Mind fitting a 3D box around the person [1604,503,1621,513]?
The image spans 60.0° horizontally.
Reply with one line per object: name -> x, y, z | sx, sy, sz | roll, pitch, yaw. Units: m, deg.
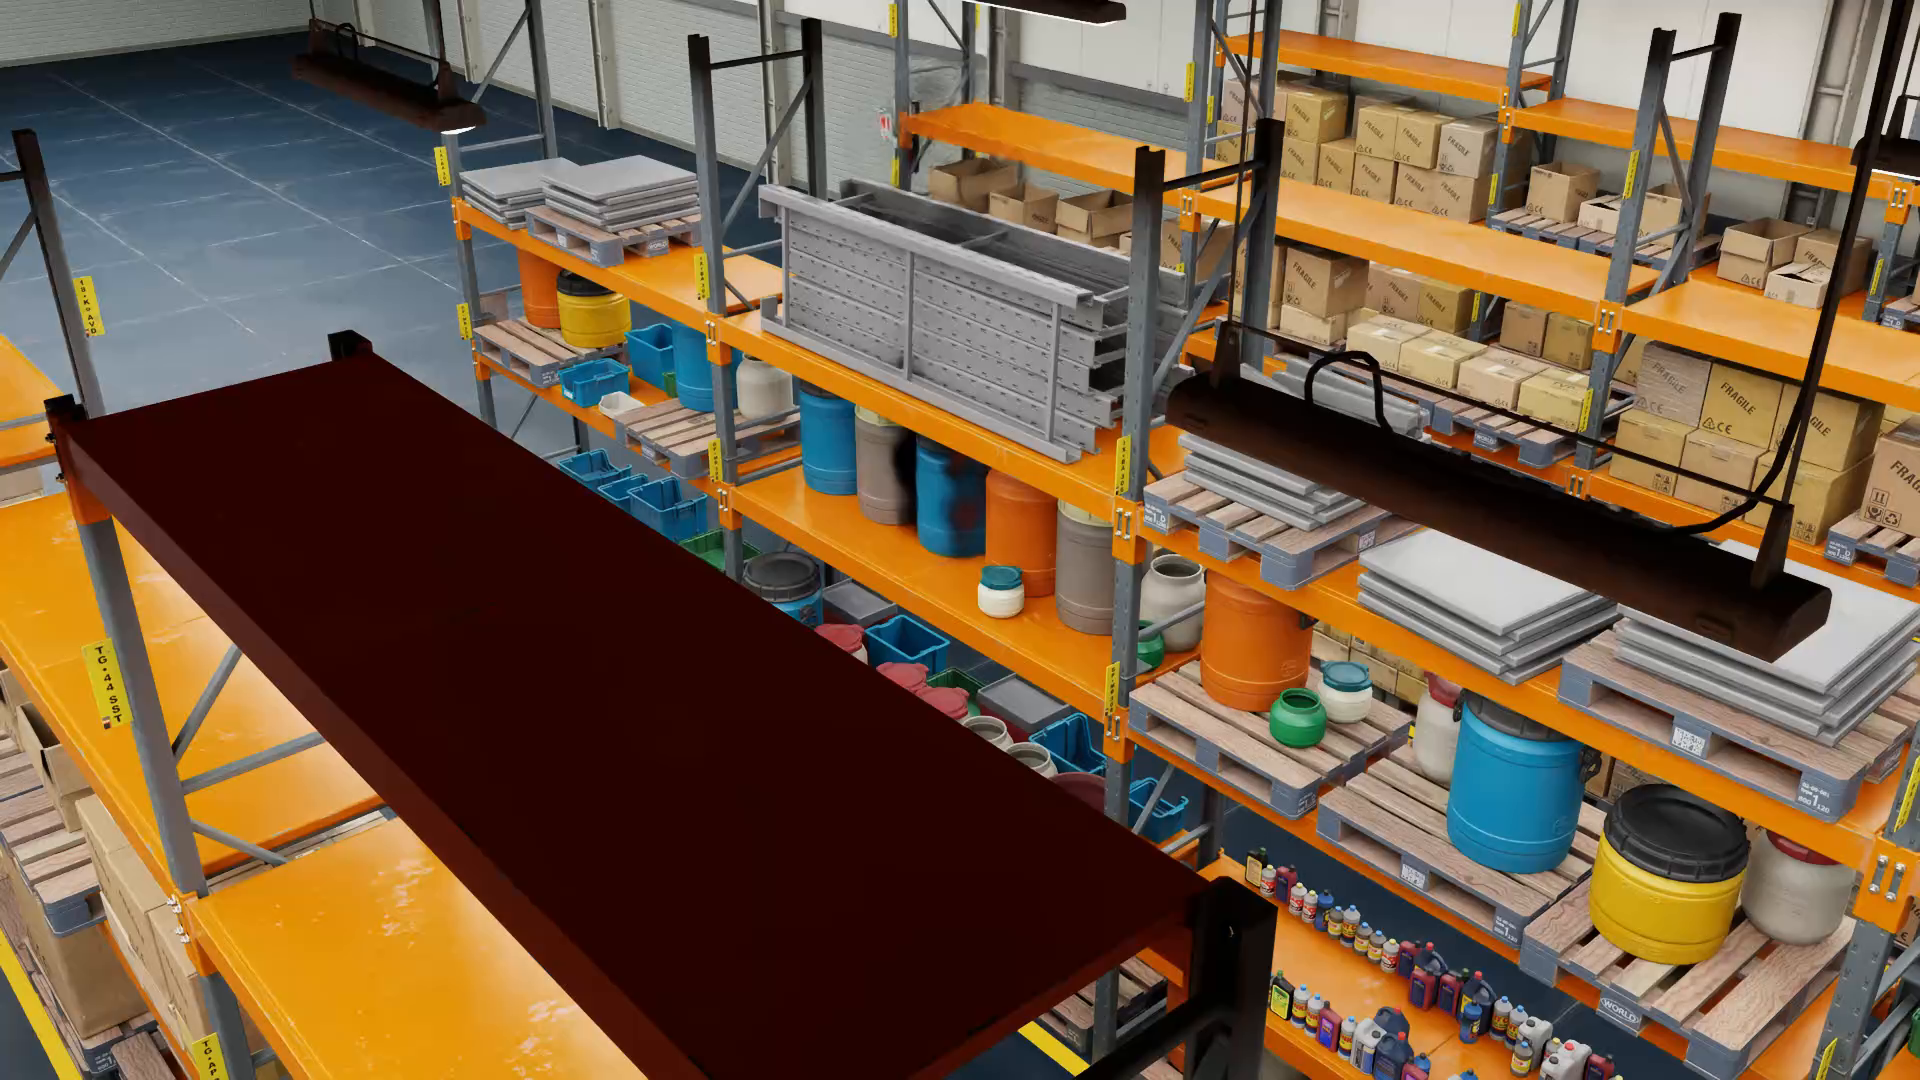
person -> 5.713, 0.461, 14.849 | 0.562, 1.687, 0.830 | -24, 35, -38
